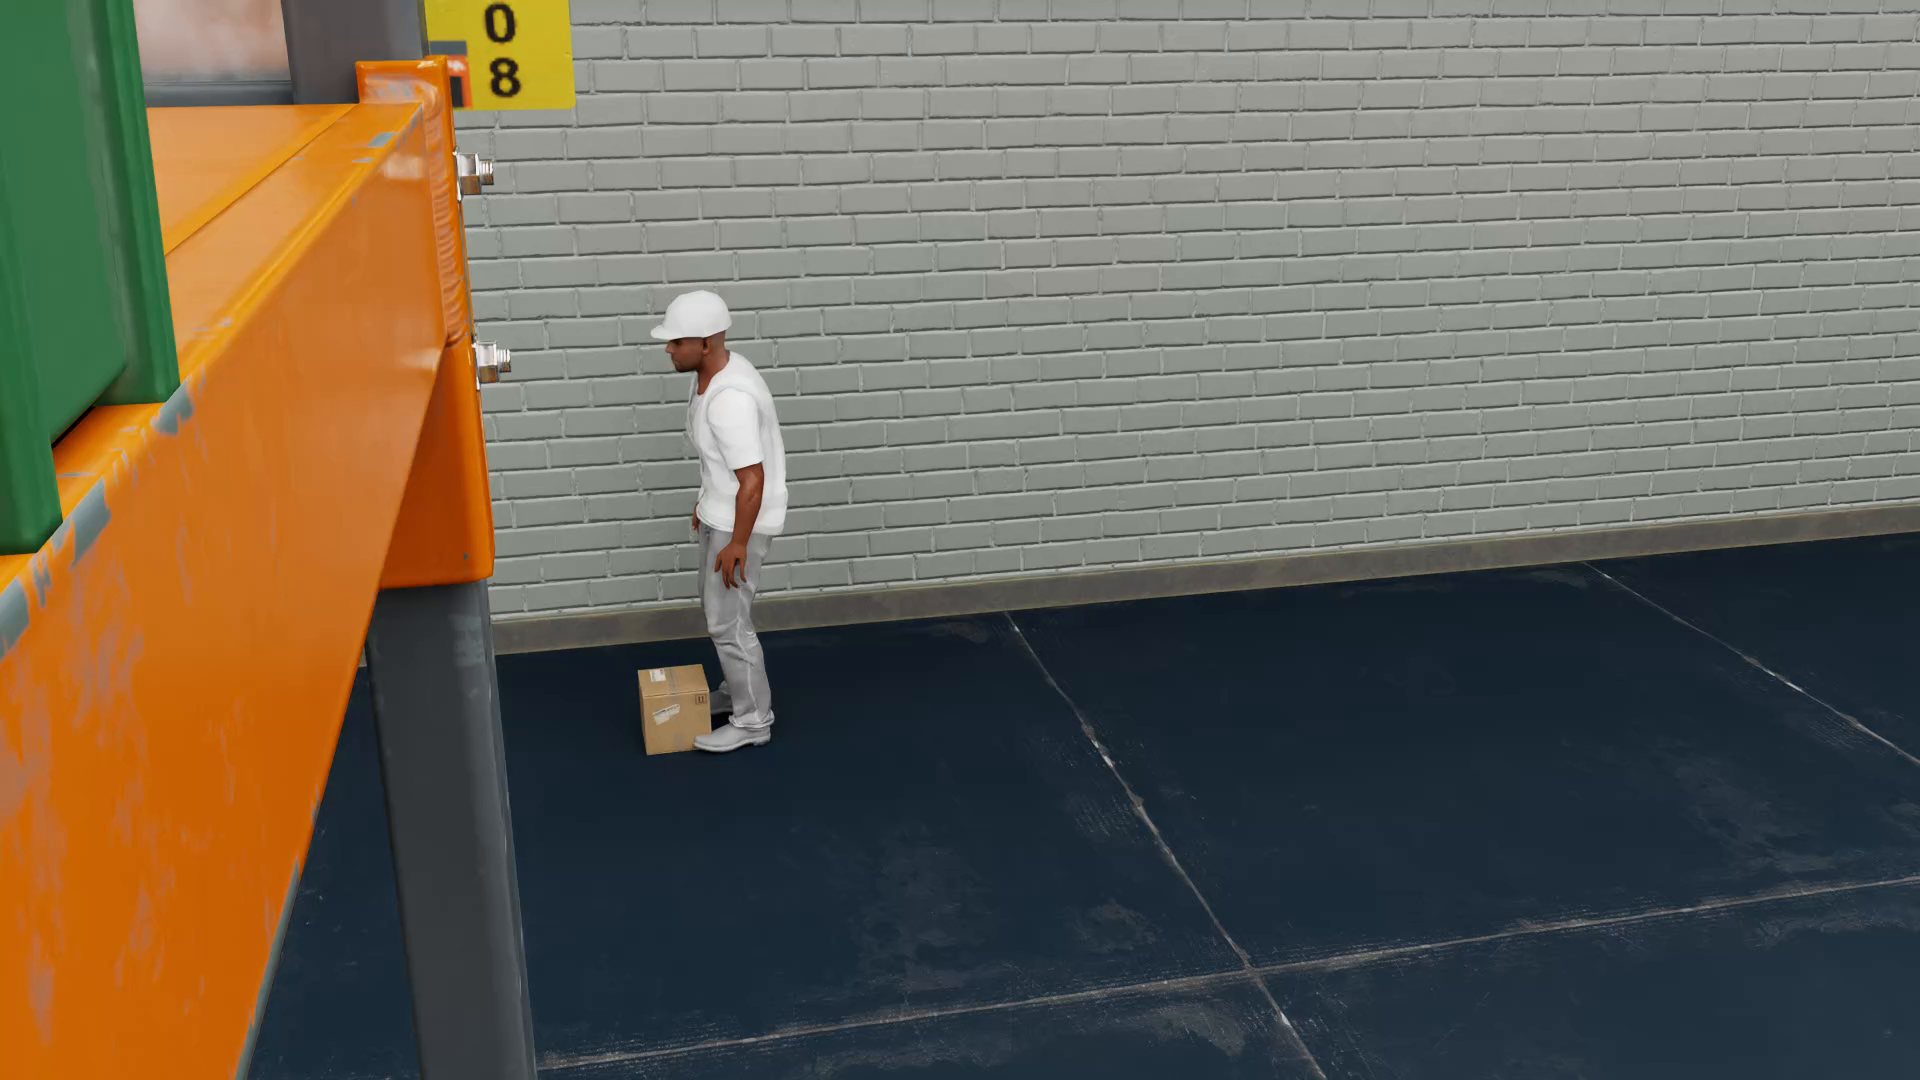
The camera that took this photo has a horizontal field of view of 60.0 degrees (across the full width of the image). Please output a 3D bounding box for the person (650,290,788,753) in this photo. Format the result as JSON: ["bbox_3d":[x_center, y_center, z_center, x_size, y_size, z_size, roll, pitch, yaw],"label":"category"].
[{"bbox_3d":[-0.887,-0.072,6.248,0.462,1.759,0.632,-6,20,-16],"label":"person"}]
